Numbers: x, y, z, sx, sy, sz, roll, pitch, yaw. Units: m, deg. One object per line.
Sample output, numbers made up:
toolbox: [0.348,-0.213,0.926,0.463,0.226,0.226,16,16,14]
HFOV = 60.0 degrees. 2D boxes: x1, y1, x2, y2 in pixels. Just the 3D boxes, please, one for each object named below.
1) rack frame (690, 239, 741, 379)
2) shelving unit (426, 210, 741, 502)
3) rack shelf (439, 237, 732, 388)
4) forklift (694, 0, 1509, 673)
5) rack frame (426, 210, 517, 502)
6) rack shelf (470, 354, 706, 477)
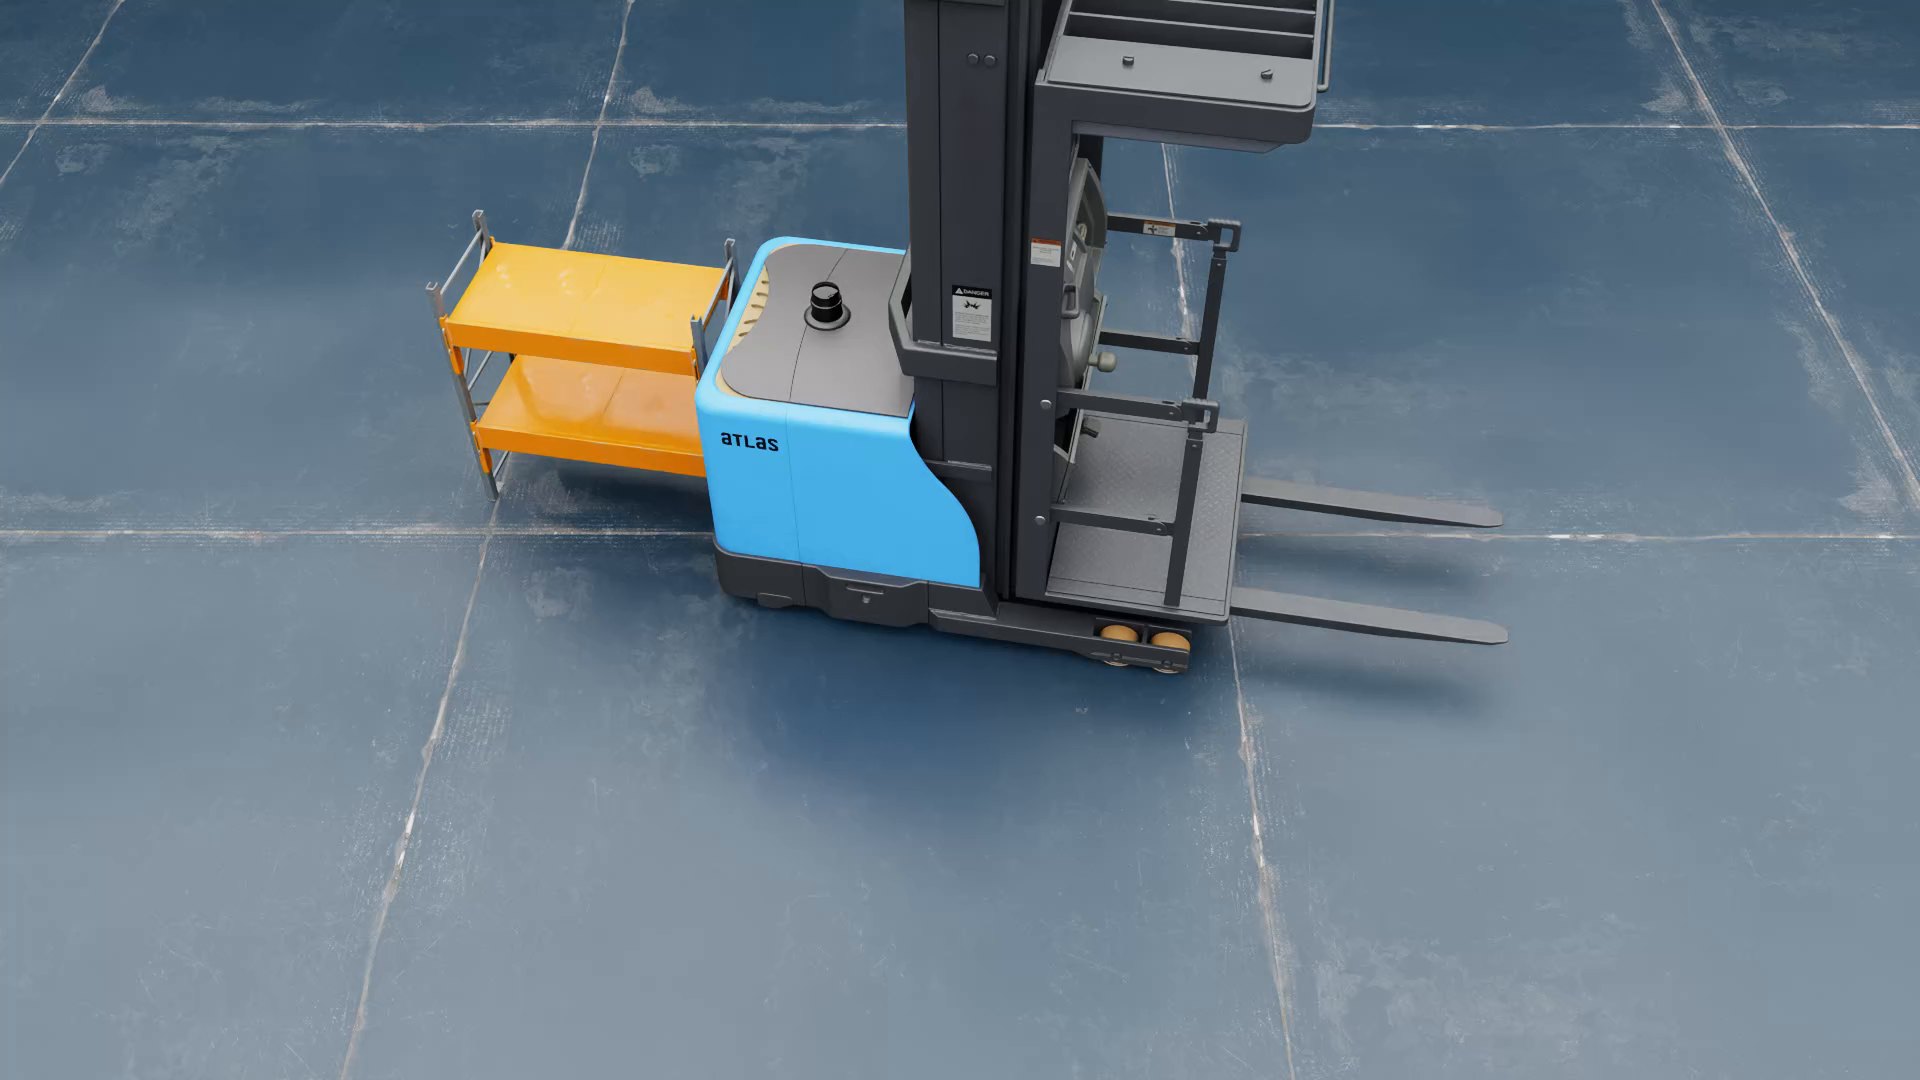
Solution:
rack frame: [-0.921,-0.590,6.611,0.032,1.125,0.500,8,48,7]
shelving unit: [-1.421,-0.657,6.674,1.048,1.125,0.538,8,48,7]
rack shelf: [-1.421,-0.857,6.460,1.000,0.278,0.538,8,48,7]
forklift: [0.611,-0.914,5.679,3.031,2.935,1.130,8,48,7]
rack frame: [-1.921,-0.725,6.737,0.032,1.125,0.500,8,48,7]
rack shelf: [-1.421,-0.491,6.853,1.000,0.278,0.538,8,48,7]
